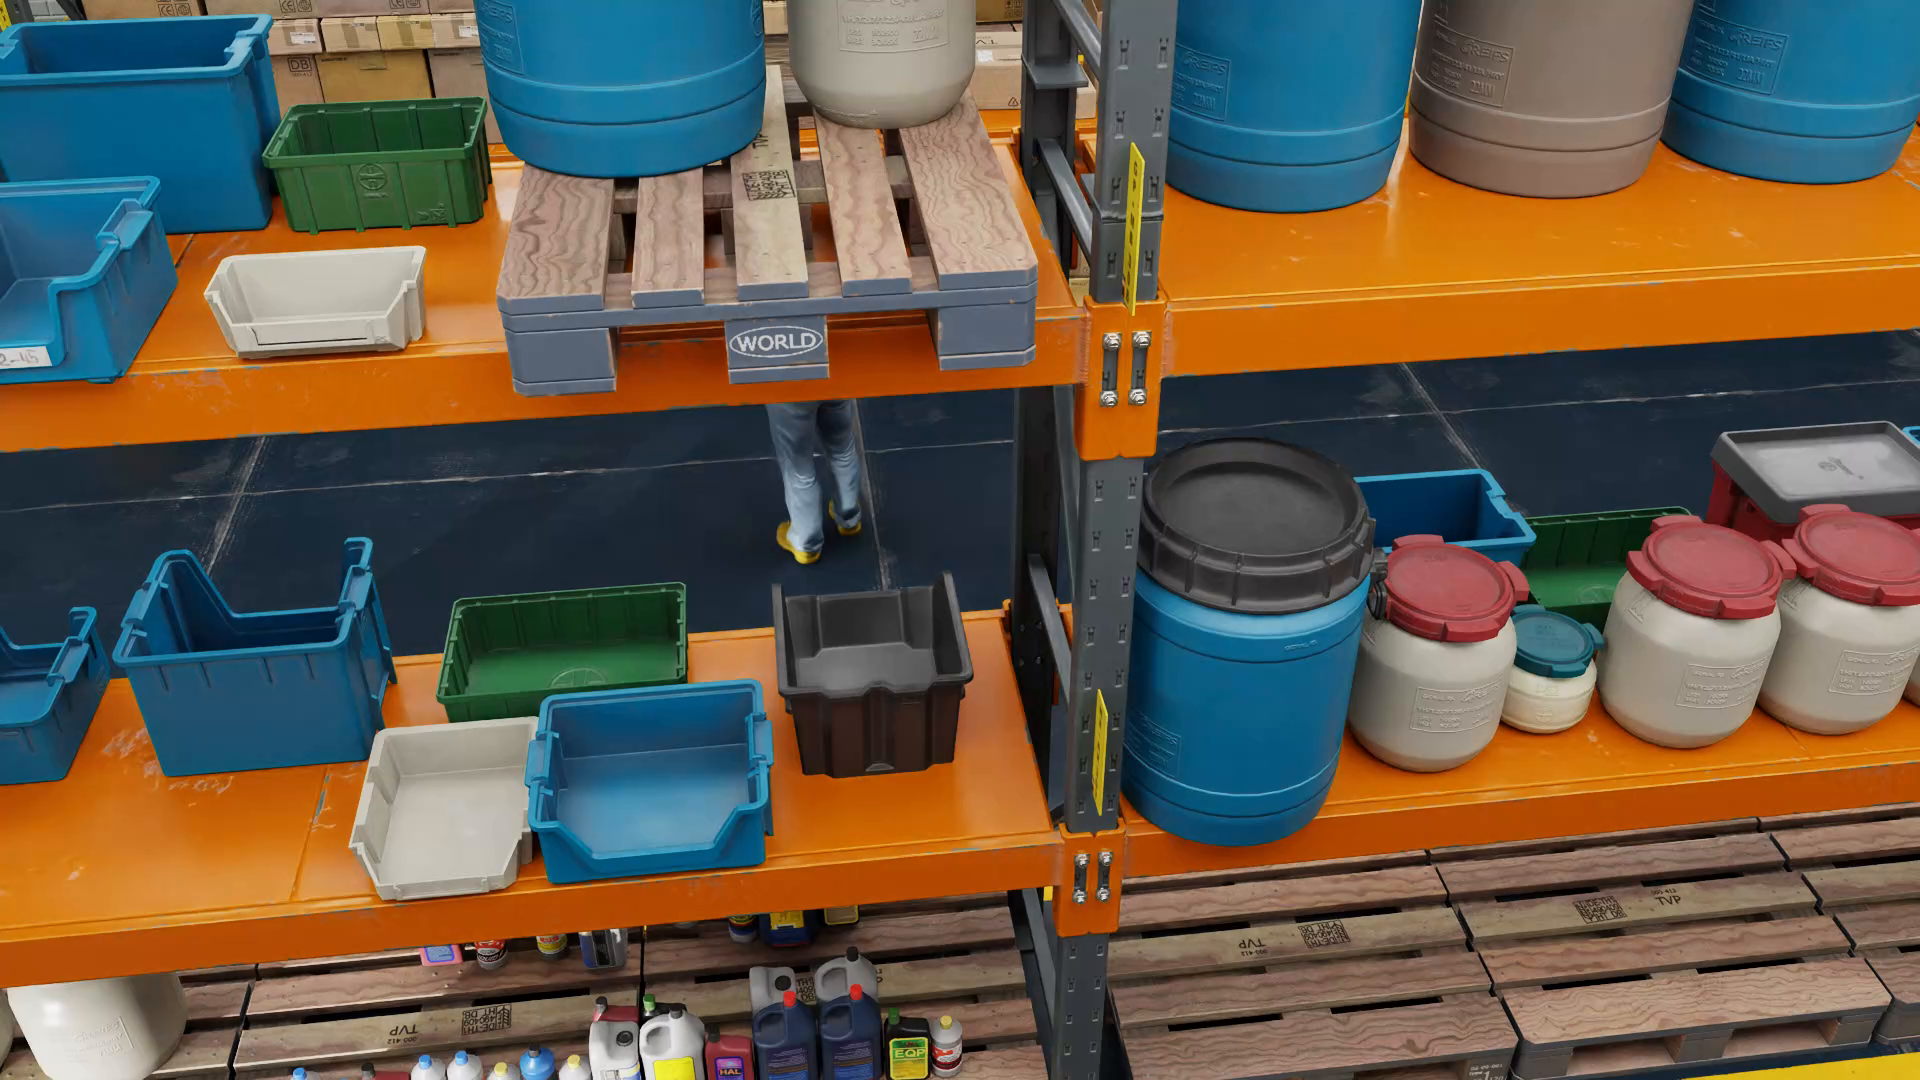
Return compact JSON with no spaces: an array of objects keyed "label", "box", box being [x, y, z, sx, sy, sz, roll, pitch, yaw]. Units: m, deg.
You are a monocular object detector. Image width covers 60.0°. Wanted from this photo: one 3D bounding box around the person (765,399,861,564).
[{"label":"person","box":[-0.657,-0.717,7.143,0.605,1.772,0.493,-24,41,-30]}]
